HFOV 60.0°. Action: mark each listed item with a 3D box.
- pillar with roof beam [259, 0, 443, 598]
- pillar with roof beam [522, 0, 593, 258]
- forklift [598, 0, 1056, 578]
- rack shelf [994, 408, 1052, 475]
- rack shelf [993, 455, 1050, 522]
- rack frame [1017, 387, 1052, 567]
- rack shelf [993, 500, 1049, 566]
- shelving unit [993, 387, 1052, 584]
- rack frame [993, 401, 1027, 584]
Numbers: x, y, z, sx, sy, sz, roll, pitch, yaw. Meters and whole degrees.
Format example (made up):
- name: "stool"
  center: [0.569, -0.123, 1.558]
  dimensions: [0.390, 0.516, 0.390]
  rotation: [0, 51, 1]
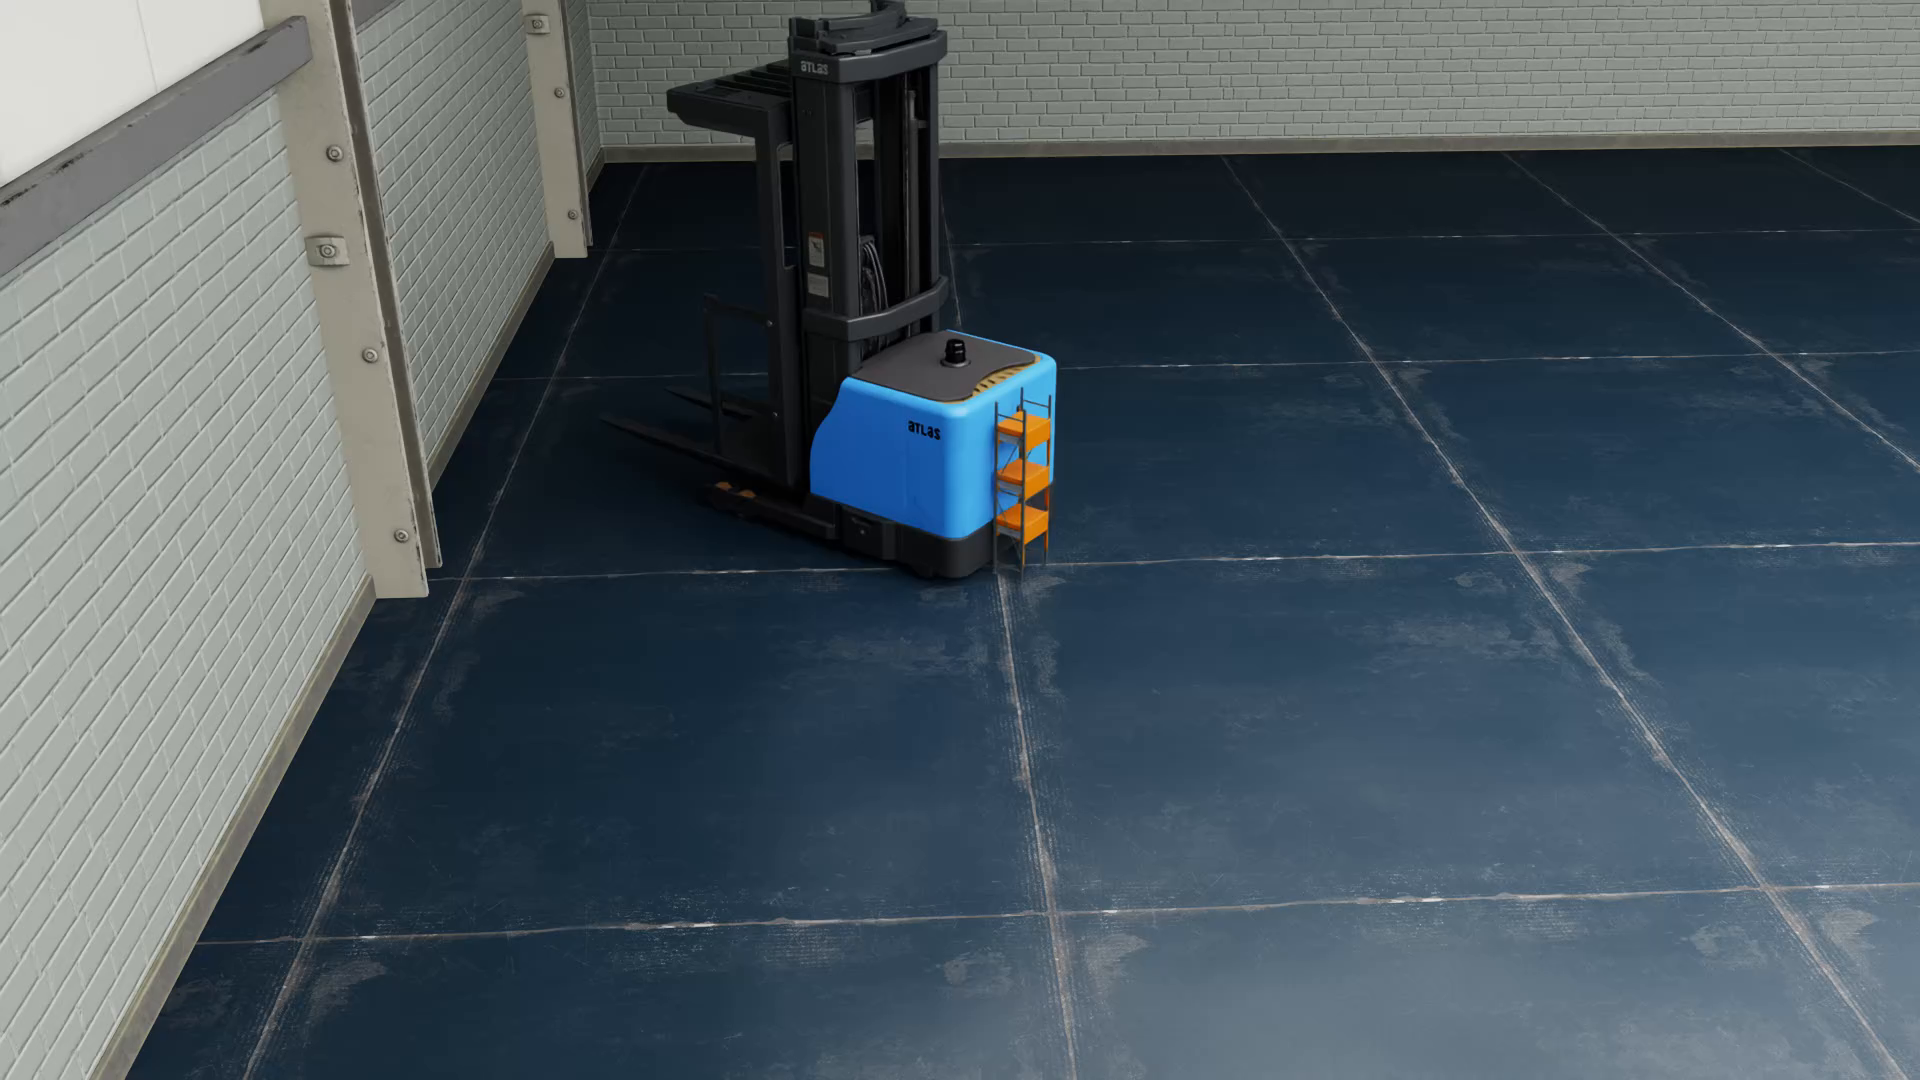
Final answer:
- name: "pillar with roof beam"
  center: [1.201, -3.868, 7.436]
  dimensions: [9.100, 9.000, 0.400]
  rotation: [-1, 28, -3]
- name: "pillar with roof beam"
  center: [0.887, -6.639, 12.748]
  dimensions: [9.100, 9.000, 0.400]
  rotation: [-1, 28, -3]
- name: "forklift"
  center: [-0.929, -1.611, 9.669]
  dimensions: [3.031, 2.935, 1.130]
  rotation: [19, 33, 31]
- name: "rack shelf"
  center: [0.341, -0.538, 9.056]
  dimensions: [0.215, 0.259, 0.240]
  rotation: [19, 33, 31]
- name: "rack shelf"
  center: [0.341, -0.287, 9.188]
  dimensions: [0.215, 0.259, 0.240]
  rotation: [19, 33, 31]
- name: "rack frame"
  center: [0.413, -0.342, 9.270]
  dimensions: [0.200, 1.050, 0.008]
  rotation: [19, 33, 31]
- name: "rack shelf"
  center: [0.341, -0.040, 9.316]
  dimensions: [0.215, 0.259, 0.240]
  rotation: [19, 33, 31]
- name: "shelving unit"
  center: [0.341, -0.296, 9.183]
  dimensions: [0.215, 1.050, 0.252]
  rotation: [19, 33, 31]
- name: "rack frame"
  center: [0.270, -0.251, 9.095]
  dimensions: [0.200, 1.050, 0.008]
  rotation: [19, 33, 31]
